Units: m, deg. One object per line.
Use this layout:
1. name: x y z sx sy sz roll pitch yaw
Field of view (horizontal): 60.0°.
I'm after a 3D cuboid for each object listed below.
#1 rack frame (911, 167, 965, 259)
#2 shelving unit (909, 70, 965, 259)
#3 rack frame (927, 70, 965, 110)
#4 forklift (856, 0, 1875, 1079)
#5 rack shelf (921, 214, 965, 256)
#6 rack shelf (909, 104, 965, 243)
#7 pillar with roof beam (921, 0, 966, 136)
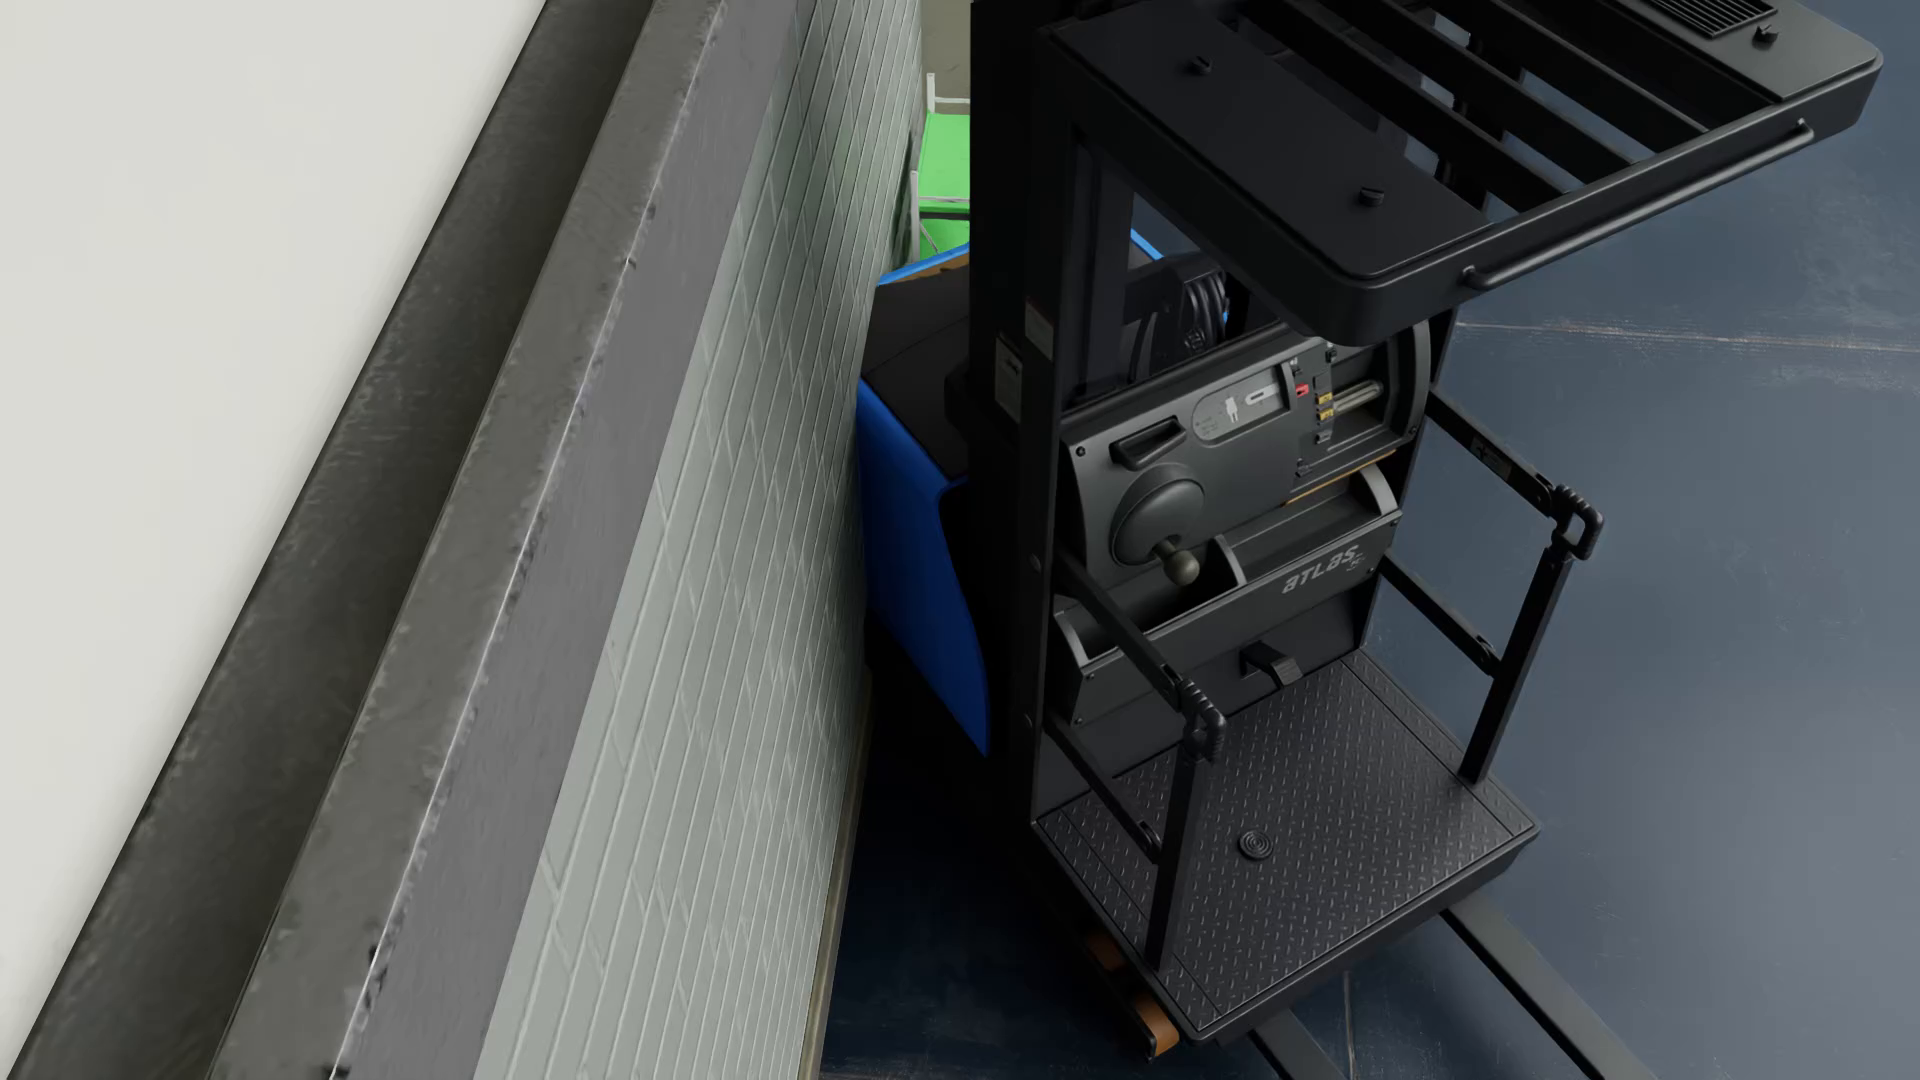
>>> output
1. rack frame: -0.013 -0.607 4.991 0.240 1.200 0.015 3 48 3
2. shelving unit: 0.007 -0.786 5.156 0.258 1.200 0.503 3 48 3
3. rack frame: 0.027 -0.966 5.320 0.240 1.200 0.015 3 48 3
4. forklift: 0.730 -0.137 3.389 1.130 2.935 3.031 -24 52 -21
5. rack shelf: 0.006 -0.905 5.026 0.258 0.148 0.480 3 48 3
6. rack shelf: 0.006 -1.067 4.848 0.258 0.148 0.480 3 48 3
7. pillar with roof beam: 4.331 -3.639 2.480 9.100 9.000 0.400 4 48 4
